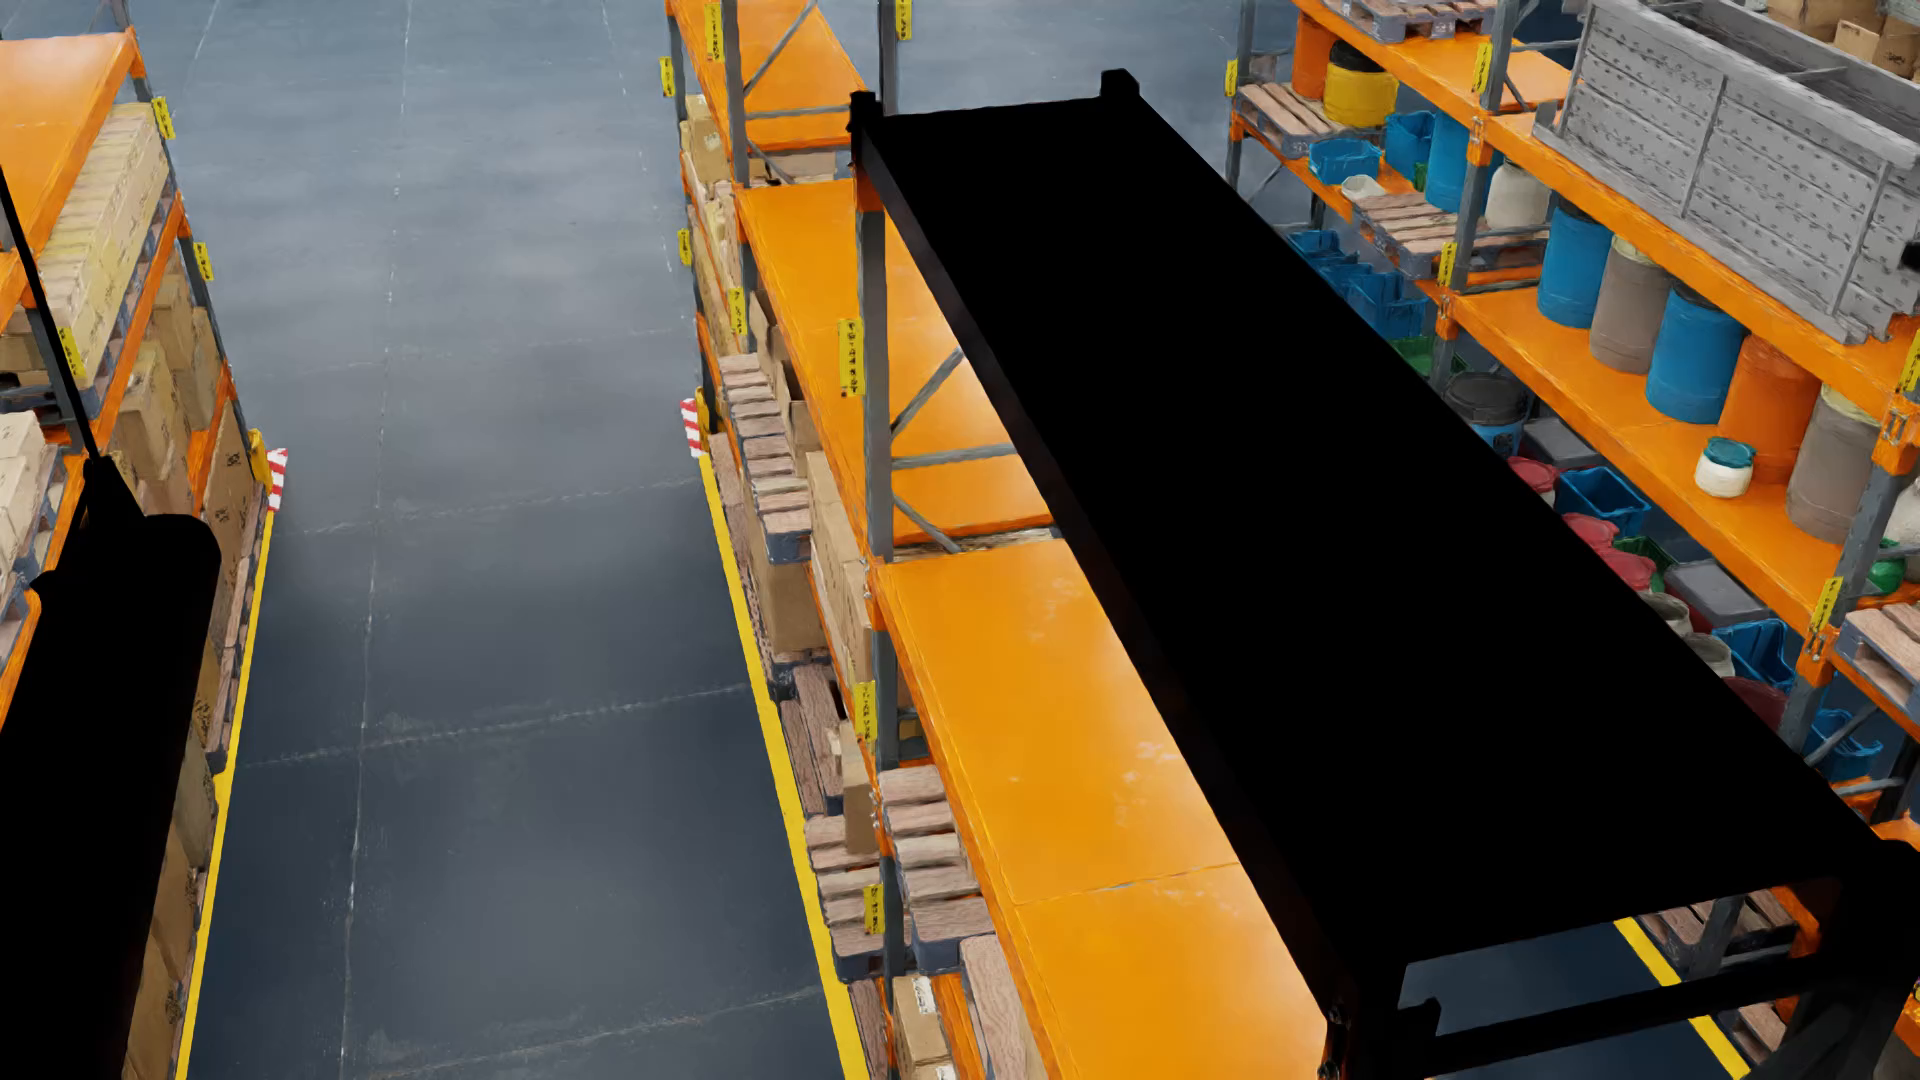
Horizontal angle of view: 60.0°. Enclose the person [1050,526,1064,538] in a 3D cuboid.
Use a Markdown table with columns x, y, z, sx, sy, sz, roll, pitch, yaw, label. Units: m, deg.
| x | y | z | sx | sy | sz | roll | pitch | yaw | label |
| --- | --- | --- | --- | --- | --- | --- | --- | --- | --- |
| 0.966 | -0.210 | 12.866 | 0.587 | 1.746 | 0.951 | 1 | 34 | 1 | person |
